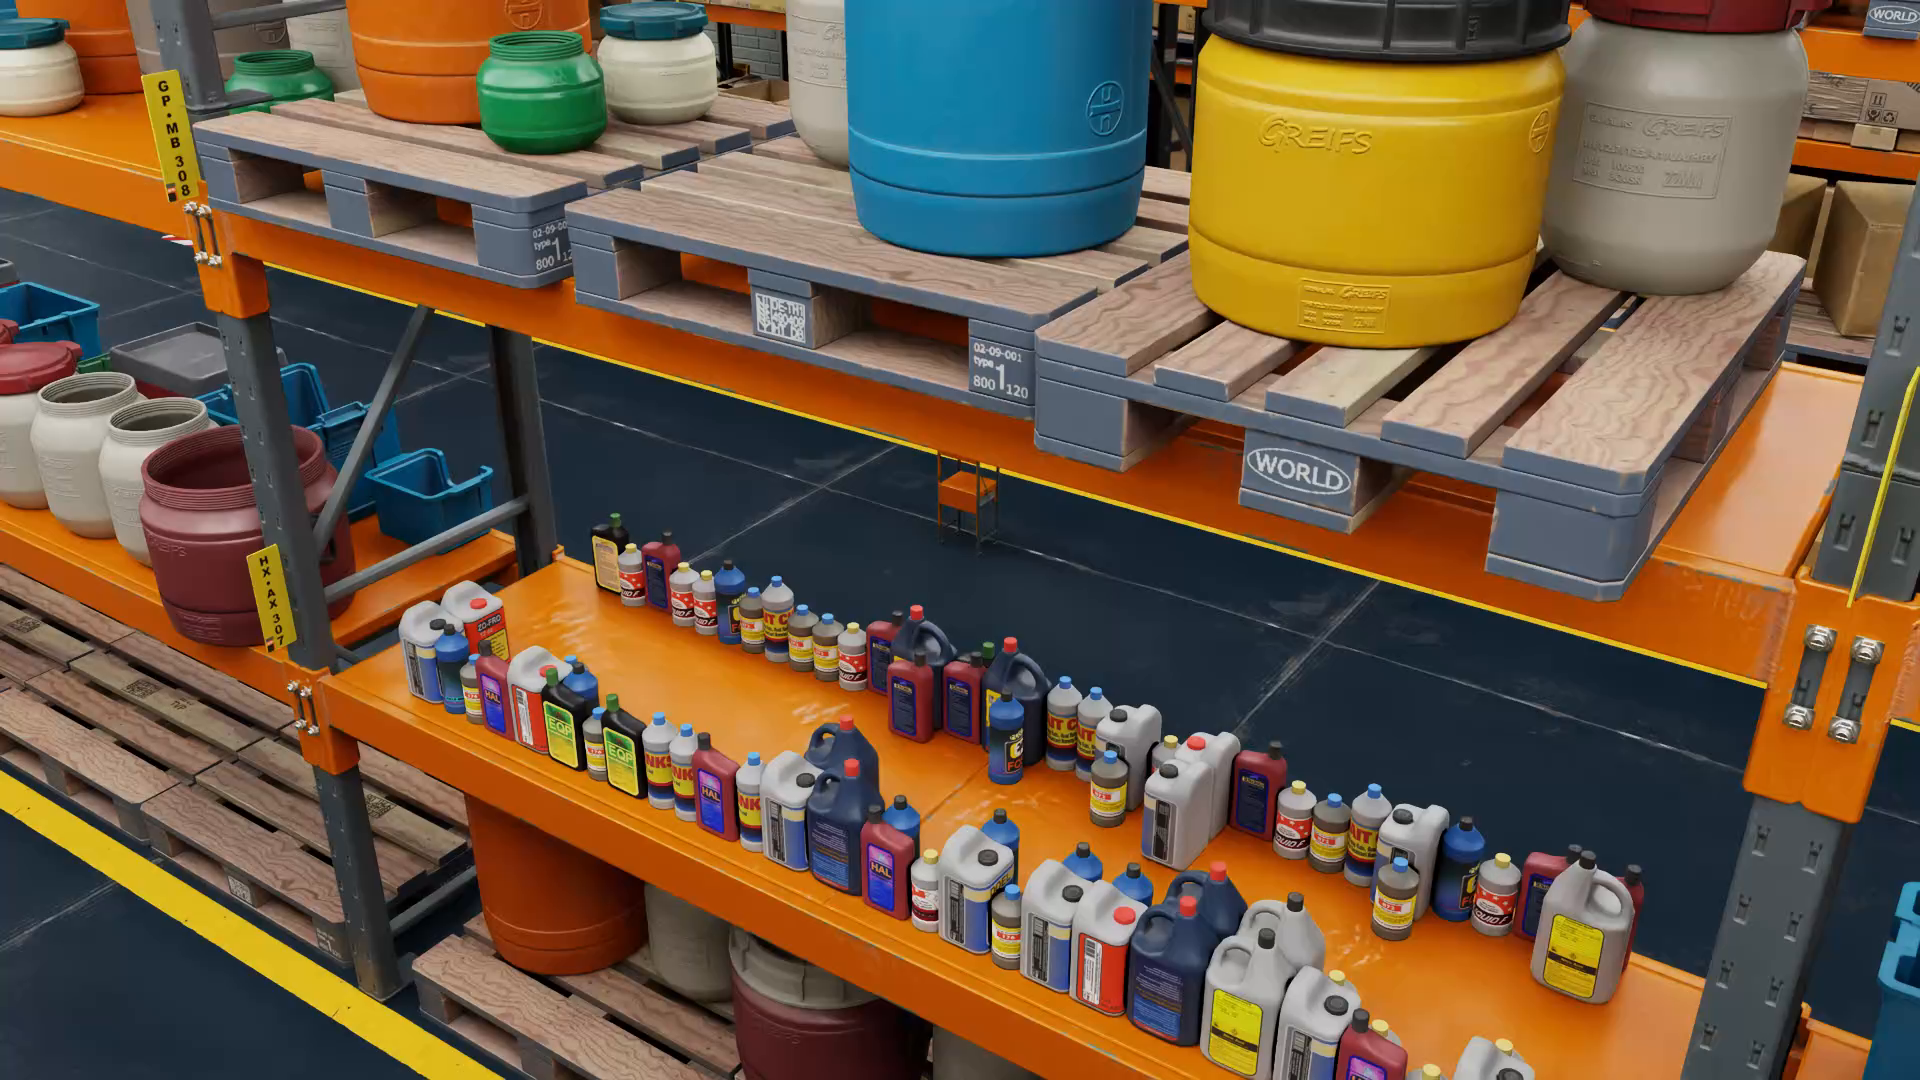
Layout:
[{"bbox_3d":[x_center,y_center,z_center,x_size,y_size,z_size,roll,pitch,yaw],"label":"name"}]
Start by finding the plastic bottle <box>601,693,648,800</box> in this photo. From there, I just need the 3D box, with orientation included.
[{"bbox_3d":[-0.899,0.553,4.484,0.133,0.283,0.061,17,32,30],"label":"plastic bottle"}]

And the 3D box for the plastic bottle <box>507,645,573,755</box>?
[{"bbox_3d":[-1.174,0.446,4.703,0.135,0.276,0.152,17,32,30],"label":"plastic bottle"}]

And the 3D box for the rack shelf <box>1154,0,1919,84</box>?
[{"bbox_3d":[2.727,-2.314,7.475,4.000,0.370,1.077,17,32,30],"label":"rack shelf"}]

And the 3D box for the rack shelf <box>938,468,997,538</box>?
[{"bbox_3d":[0.044,-0.197,8.616,0.240,0.259,0.215,17,32,30],"label":"rack shelf"}]

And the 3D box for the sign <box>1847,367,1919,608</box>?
[{"bbox_3d":[1.255,-0.068,2.260,0.005,0.325,0.100,17,32,30],"label":"sign"}]

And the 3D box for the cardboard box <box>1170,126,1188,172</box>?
[{"bbox_3d":[2.051,-3.330,14.258,0.500,0.500,0.700,18,32,31],"label":"cardboard box"}]

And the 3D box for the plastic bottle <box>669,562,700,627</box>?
[{"bbox_3d":[-0.879,0.169,5.331,0.097,0.201,0.097,0,27,0],"label":"plastic bottle"}]

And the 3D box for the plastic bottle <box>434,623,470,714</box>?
[{"bbox_3d":[-1.475,0.369,4.859,0.097,0.271,0.097,0,27,0],"label":"plastic bottle"}]

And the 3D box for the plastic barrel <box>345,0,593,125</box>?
[{"bbox_3d":[-1.263,-1.529,4.203,0.708,0.830,0.600,17,32,30],"label":"plastic barrel"}]

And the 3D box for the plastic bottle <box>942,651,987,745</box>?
[{"bbox_3d":[0.016,0.434,4.718,0.133,0.283,0.061,17,32,30],"label":"plastic bottle"}]

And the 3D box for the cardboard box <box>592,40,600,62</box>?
[{"bbox_3d":[-2.564,-3.161,10.830,0.250,0.149,0.380,17,32,30],"label":"cardboard box"}]

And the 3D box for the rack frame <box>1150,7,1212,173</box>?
[{"bbox_3d":[1.079,-1.811,9.001,0.127,3.000,1.000,17,32,30],"label":"rack frame"}]

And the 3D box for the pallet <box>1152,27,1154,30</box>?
[{"bbox_3d":[1.131,-4.355,14.212,1.213,0.211,1.003,17,32,30],"label":"pallet"}]

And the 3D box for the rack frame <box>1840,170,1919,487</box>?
[{"bbox_3d":[1.568,-1.607,1.985,0.127,3.000,1.000,17,32,30],"label":"rack frame"}]

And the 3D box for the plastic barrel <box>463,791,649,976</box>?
[{"bbox_3d":[-1.316,0.939,5.527,0.708,0.830,0.600,17,32,30],"label":"plastic barrel"}]

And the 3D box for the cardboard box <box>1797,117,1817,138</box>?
[{"bbox_3d":[5.716,-2.857,11.312,0.250,0.149,0.380,16,31,29],"label":"cardboard box"}]

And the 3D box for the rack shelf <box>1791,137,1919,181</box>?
[{"bbox_3d":[5.529,-2.830,11.796,4.000,0.370,1.077,17,32,30],"label":"rack shelf"}]

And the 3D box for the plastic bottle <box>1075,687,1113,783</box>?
[{"bbox_3d":[0.368,0.526,4.551,0.097,0.271,0.097,0,27,0],"label":"plastic bottle"}]

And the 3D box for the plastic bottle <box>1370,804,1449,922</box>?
[{"bbox_3d":[1.101,0.767,4.072,0.135,0.276,0.152,17,32,30],"label":"plastic bottle"}]

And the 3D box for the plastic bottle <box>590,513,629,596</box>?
[{"bbox_3d":[-1.154,0.036,5.500,0.133,0.283,0.061,17,32,30],"label":"plastic bottle"}]

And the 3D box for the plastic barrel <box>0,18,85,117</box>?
[{"bbox_3d":[-2.909,-1.475,5.185,0.301,0.262,0.301,0,27,0],"label":"plastic barrel"}]

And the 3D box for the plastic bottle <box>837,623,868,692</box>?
[{"bbox_3d":[-0.317,0.344,4.987,0.097,0.201,0.097,0,27,0],"label":"plastic bottle"}]

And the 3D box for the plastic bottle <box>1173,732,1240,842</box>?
[{"bbox_3d":[0.639,0.623,4.355,0.135,0.276,0.152,17,32,30],"label":"plastic bottle"}]

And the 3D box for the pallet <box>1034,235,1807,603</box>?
[{"bbox_3d":[0.867,-0.350,3.032,1.003,0.211,1.213,17,32,30],"label":"pallet"}]

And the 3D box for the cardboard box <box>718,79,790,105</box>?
[{"bbox_3d":[-1.160,-2.544,10.332,0.500,0.500,0.500,20,33,34],"label":"cardboard box"}]

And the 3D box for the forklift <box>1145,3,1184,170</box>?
[{"bbox_3d":[1.260,-2.969,11.352,3.031,2.935,1.130,-16,31,-29],"label":"forklift"}]

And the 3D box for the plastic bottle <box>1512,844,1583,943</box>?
[{"bbox_3d":[1.398,0.831,3.938,0.133,0.283,0.061,17,32,30],"label":"plastic bottle"}]

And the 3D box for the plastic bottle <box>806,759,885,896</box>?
[{"bbox_3d":[-0.283,0.693,4.136,0.185,0.351,0.144,17,32,30],"label":"plastic bottle"}]

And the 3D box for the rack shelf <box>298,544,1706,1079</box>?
[{"bbox_3d":[-0.080,0.874,4.518,4.000,0.370,1.077,17,32,30],"label":"rack shelf"}]

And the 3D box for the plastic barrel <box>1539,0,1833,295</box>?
[{"bbox_3d":[1.276,-0.746,2.989,0.433,0.535,0.433,0,27,0],"label":"plastic barrel"}]

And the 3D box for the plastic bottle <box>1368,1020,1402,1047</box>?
[{"bbox_3d":[0.874,1.099,3.503,0.097,0.201,0.097,0,27,0],"label":"plastic bottle"}]

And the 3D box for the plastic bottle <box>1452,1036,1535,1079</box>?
[{"bbox_3d":[1.060,1.142,3.335,0.135,0.276,0.152,17,32,30],"label":"plastic bottle"}]

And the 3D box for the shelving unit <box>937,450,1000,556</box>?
[{"bbox_3d":[0.044,-0.454,8.485,0.252,1.050,0.215,17,32,30],"label":"shelving unit"}]

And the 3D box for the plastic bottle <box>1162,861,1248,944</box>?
[{"bbox_3d":[0.555,0.874,3.780,0.185,0.351,0.144,17,32,30],"label":"plastic bottle"}]

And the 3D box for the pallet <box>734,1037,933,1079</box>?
[{"bbox_3d":[-0.054,1.783,5.013,1.213,0.211,1.003,17,32,30],"label":"pallet"}]

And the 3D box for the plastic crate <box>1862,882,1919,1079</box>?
[{"bbox_3d":[2.146,1.040,3.351,0.575,0.384,0.392,17,32,30],"label":"plastic crate"}]

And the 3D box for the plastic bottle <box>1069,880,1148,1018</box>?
[{"bbox_3d":[0.344,0.919,3.774,0.135,0.276,0.152,17,32,30],"label":"plastic bottle"}]

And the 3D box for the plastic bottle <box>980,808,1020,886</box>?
[{"bbox_3d":[0.097,0.775,4.061,0.097,0.271,0.097,0,27,0],"label":"plastic bottle"}]

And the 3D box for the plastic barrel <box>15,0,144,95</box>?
[{"bbox_3d":[-2.822,-1.948,5.490,0.708,0.830,0.600,17,32,30],"label":"plastic barrel"}]

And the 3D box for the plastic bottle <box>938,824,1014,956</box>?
[{"bbox_3d":[0.041,0.825,3.959,0.135,0.276,0.152,17,32,30],"label":"plastic bottle"}]

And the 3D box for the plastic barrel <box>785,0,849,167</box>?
[{"bbox_3d":[-0.182,-1.146,3.774,0.433,0.535,0.433,0,27,0],"label":"plastic barrel"}]

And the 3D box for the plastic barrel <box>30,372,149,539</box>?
[{"bbox_3d":[-3.045,-0.302,5.914,0.421,0.512,0.421,0,27,0],"label":"plastic barrel"}]

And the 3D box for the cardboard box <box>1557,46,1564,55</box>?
[{"bbox_3d":[4.562,-3.492,11.843,0.500,0.500,0.500,18,32,32],"label":"cardboard box"}]

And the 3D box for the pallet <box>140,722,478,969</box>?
[{"bbox_3d":[-2.345,1.069,6.416,1.213,0.211,1.003,17,32,30],"label":"pallet"}]

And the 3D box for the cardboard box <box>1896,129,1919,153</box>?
[{"bbox_3d":[6.329,-2.654,10.913,0.250,0.149,0.380,18,32,32],"label":"cardboard box"}]

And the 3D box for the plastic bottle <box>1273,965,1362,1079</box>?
[{"bbox_3d":[0.759,1.048,3.520,0.135,0.276,0.152,17,32,30],"label":"plastic bottle"}]

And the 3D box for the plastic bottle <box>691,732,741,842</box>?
[{"bbox_3d":[-0.629,0.638,4.318,0.133,0.283,0.061,17,32,30],"label":"plastic bottle"}]

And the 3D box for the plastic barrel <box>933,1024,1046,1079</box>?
[{"bbox_3d":[0.131,1.482,4.810,0.421,0.512,0.421,0,27,0],"label":"plastic barrel"}]

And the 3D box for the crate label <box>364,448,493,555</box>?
[{"bbox_3d":[-1.864,-0.134,5.890,0.416,0.233,0.303,17,32,30],"label":"crate label"}]

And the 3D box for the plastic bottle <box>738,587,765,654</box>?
[{"bbox_3d":[-0.638,0.244,5.183,0.097,0.201,0.097,0,27,0],"label":"plastic bottle"}]

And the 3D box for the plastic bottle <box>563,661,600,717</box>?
[{"bbox_3d":[-1.059,0.465,4.670,0.097,0.271,0.097,0,27,0],"label":"plastic bottle"}]

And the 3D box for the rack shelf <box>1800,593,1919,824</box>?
[{"bbox_3d":[3.217,0.564,1.820,4.000,0.370,1.077,17,32,30],"label":"rack shelf"}]

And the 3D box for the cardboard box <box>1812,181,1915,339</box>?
[{"bbox_3d":[4.112,-1.221,7.268,0.500,0.500,0.700,7,28,13],"label":"cardboard box"}]

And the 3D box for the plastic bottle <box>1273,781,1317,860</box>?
[{"bbox_3d":[0.860,0.710,4.266,0.097,0.201,0.097,0,27,0],"label":"plastic bottle"}]

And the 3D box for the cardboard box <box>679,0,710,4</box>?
[{"bbox_3d":[-2.492,-5.416,16.229,0.500,0.250,0.500,16,31,29],"label":"cardboard box"}]

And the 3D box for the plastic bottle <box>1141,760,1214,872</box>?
[{"bbox_3d":[0.553,0.680,4.243,0.135,0.276,0.152,17,32,30],"label":"plastic bottle"}]

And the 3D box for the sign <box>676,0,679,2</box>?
[{"bbox_3d":[-1.919,-3.524,11.178,0.005,0.325,0.100,17,32,30],"label":"sign"}]

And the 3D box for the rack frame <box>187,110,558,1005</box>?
[{"bbox_3d":[-1.729,0.040,5.364,0.127,3.000,1.000,17,32,30],"label":"rack frame"}]

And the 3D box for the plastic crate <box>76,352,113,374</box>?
[{"bbox_3d":[-3.431,-0.551,6.759,0.662,0.188,0.450,17,32,30],"label":"plastic crate"}]

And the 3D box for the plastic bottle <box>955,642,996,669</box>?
[{"bbox_3d":[0.051,0.412,4.763,0.133,0.283,0.061,17,32,30],"label":"plastic bottle"}]
